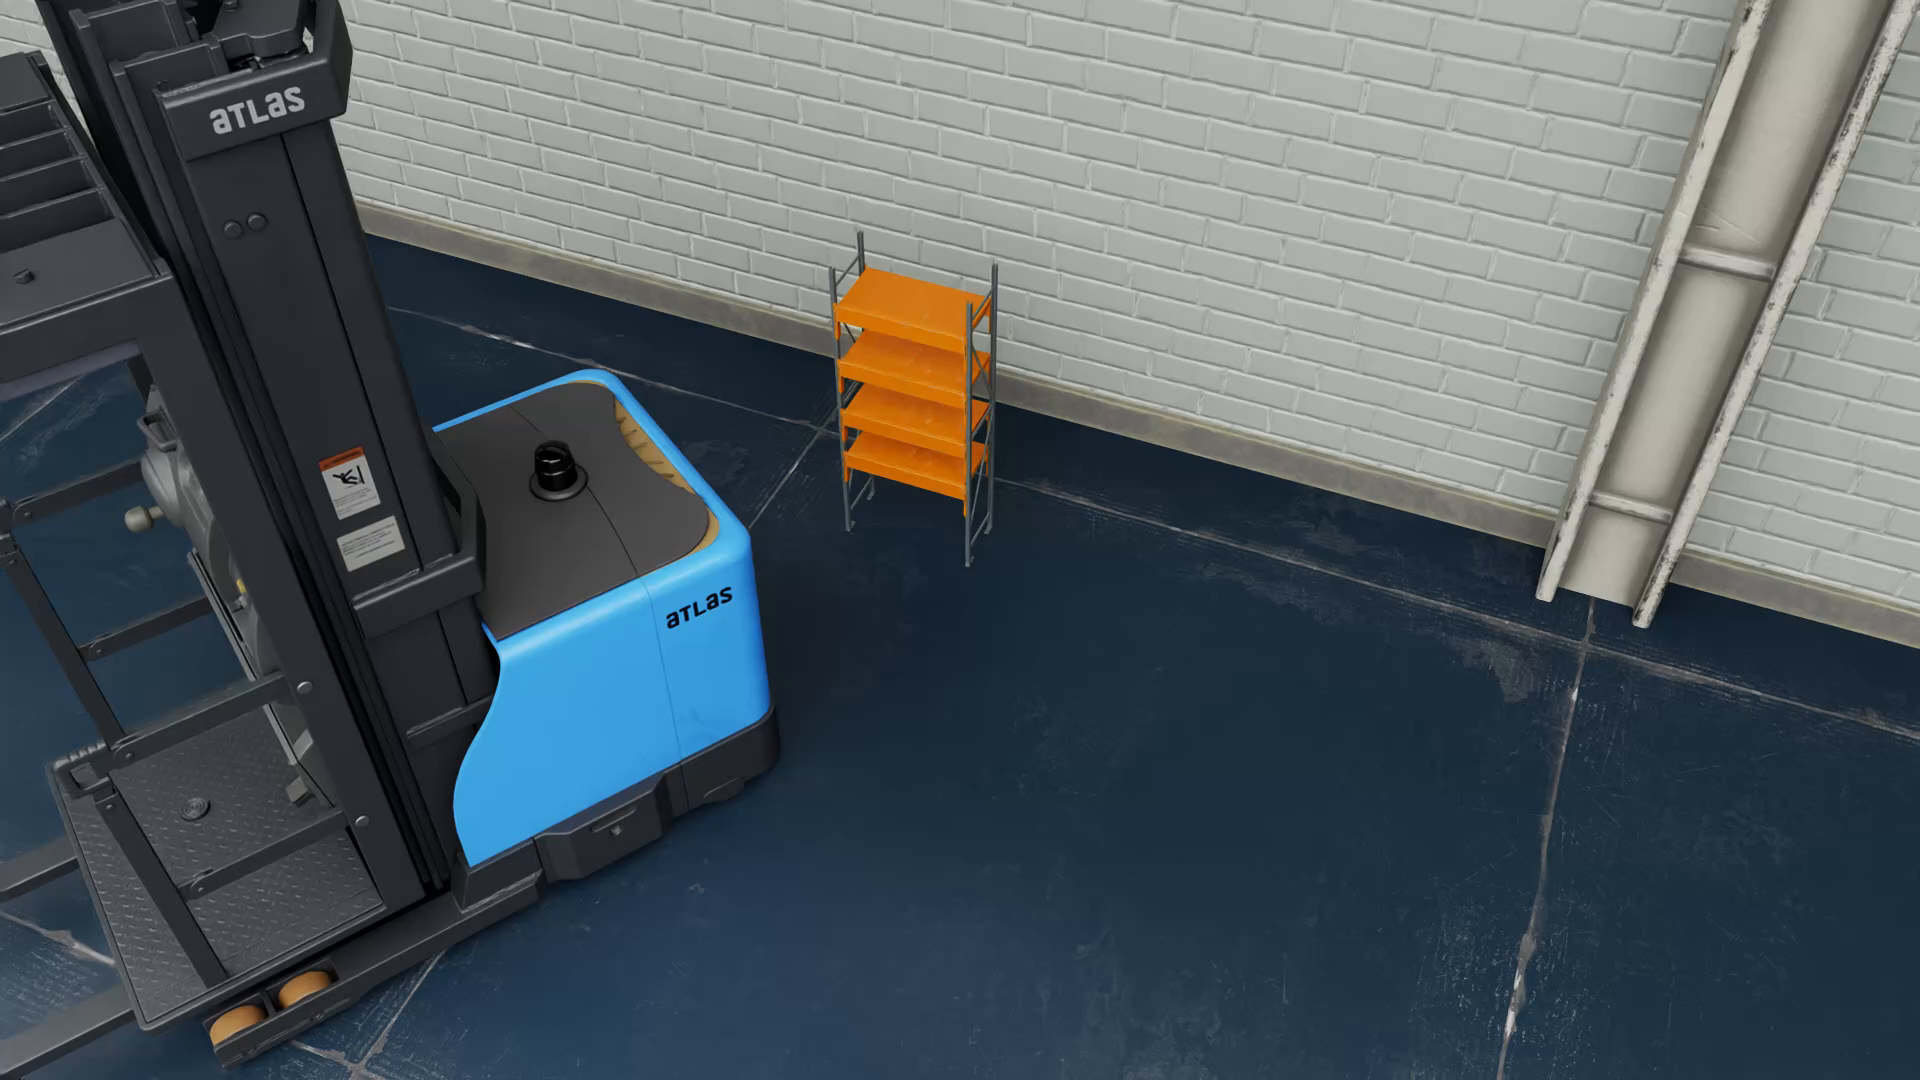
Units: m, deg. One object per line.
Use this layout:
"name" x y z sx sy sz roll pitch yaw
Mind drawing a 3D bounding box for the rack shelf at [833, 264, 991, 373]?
"rack shelf" -0.153 -0.749 5.595 0.480 0.148 0.258 16 47 16

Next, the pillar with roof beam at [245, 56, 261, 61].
"pillar with roof beam" -4.864 -1.853 1.732 0.400 9.000 9.100 16 47 16

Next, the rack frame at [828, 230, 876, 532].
"rack frame" -0.378 -0.537 5.939 0.015 1.200 0.240 16 47 16

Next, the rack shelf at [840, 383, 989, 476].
"rack shelf" -0.153 -0.423 5.919 0.480 0.148 0.258 16 47 16

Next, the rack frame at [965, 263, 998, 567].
"rack frame" 0.072 -0.404 5.805 0.015 1.200 0.240 16 47 16

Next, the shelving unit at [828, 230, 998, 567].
"shelving unit" -0.153 -0.470 5.872 0.503 1.200 0.258 16 47 16

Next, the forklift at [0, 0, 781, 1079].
"forklift" -2.091 0.021 4.151 3.031 2.935 1.130 -26 50 -24

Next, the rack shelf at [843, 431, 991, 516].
"rack shelf" -0.153 -0.282 6.059 0.480 0.148 0.258 16 47 16

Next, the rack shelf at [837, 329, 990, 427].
"rack shelf" -0.153 -0.581 5.762 0.480 0.148 0.258 16 47 16
